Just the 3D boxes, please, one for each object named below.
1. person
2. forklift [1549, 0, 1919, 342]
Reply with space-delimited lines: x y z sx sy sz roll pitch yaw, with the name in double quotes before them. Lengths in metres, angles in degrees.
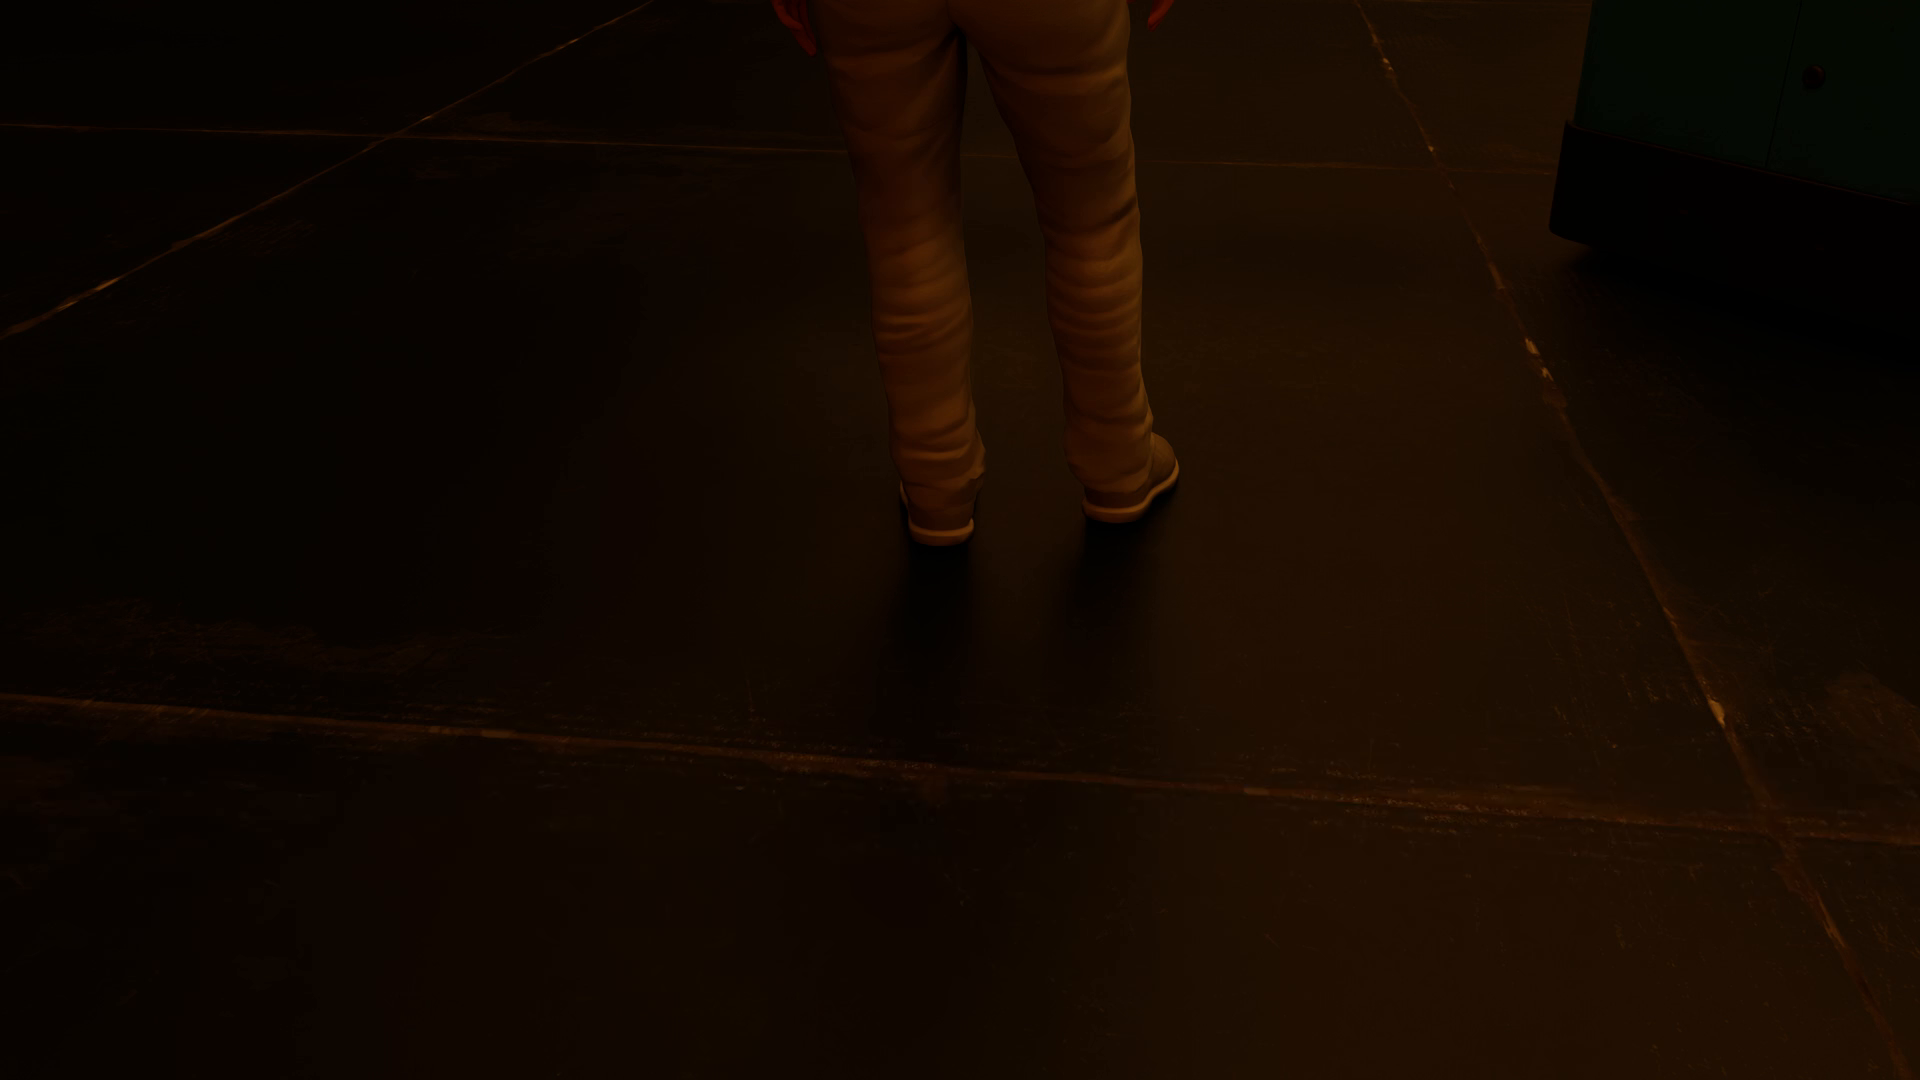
"person" 0.033 -0.784 2.190 0.598 1.670 0.529 3 27 7
"forklift" 2.838 -2.120 3.466 3.031 2.935 1.130 -16 31 -29
